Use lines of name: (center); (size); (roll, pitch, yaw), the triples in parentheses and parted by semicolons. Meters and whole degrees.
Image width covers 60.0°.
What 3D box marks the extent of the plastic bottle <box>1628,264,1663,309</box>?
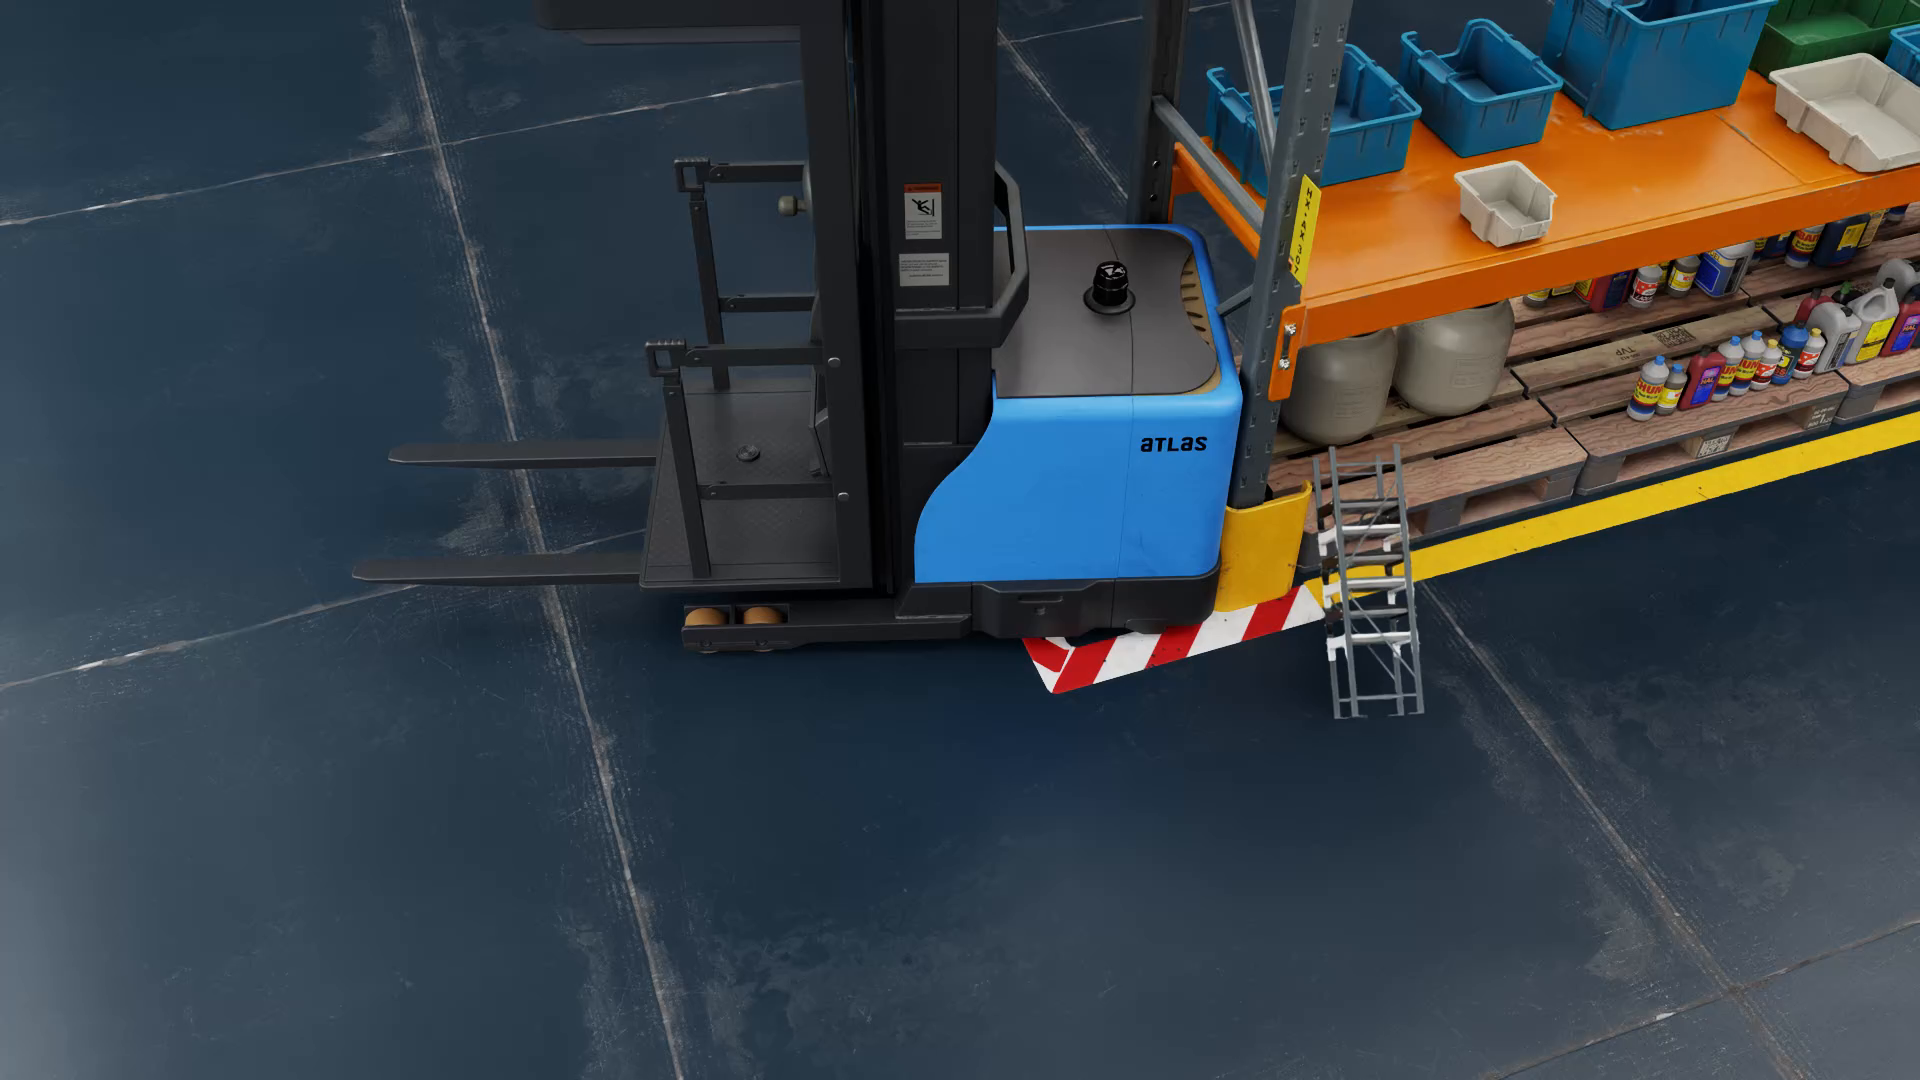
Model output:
plastic bottle: (2.832, -1.065, 6.859); (0.097, 0.201, 0.097); (0, 45, 0)

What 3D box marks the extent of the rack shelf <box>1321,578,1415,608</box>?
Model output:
rack shelf: (1.372, 0.175, 5.596); (0.258, 0.200, 0.077); (-3, 82, -4)

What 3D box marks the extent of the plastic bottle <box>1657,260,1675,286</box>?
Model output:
plastic bottle: (2.927, -1.239, 6.927); (0.185, 0.351, 0.144); (-13, 46, -12)

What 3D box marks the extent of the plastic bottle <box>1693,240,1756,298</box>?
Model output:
plastic bottle: (3.176, -1.165, 6.905); (0.135, 0.276, 0.152); (-14, 47, -14)

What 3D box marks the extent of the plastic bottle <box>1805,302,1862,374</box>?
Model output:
plastic bottle: (3.433, -0.815, 6.557); (0.135, 0.276, 0.152); (-14, 47, -13)

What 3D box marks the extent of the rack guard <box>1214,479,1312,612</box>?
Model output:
rack guard: (0.872, -0.334, 6.230); (0.348, 0.500, 1.175); (-14, 47, -14)

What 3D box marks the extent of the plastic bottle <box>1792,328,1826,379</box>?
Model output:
plastic bottle: (3.331, -0.743, 6.537); (0.097, 0.201, 0.097); (0, 45, 0)

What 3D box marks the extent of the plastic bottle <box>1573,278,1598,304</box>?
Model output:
plastic bottle: (2.642, -1.137, 6.878); (0.135, 0.276, 0.152); (-14, 47, -14)

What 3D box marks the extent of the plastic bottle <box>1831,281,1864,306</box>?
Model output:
plastic bottle: (3.528, -0.917, 6.653); (0.133, 0.283, 0.061); (-14, 47, -14)

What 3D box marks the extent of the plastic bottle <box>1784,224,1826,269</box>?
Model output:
plastic bottle: (3.584, -1.288, 7.032); (0.097, 0.271, 0.097); (0, 45, 0)

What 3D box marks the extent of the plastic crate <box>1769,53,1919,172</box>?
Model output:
plastic crate: (3.138, -1.477, 5.790); (0.437, 0.136, 0.530); (-14, 47, -14)

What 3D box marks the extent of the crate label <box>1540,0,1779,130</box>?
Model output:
crate label: (2.456, -1.802, 5.903); (0.616, 0.435, 0.502); (-14, 47, -14)

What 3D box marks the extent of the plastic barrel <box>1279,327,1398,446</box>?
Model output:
plastic barrel: (1.410, -0.646, 6.236); (0.421, 0.512, 0.421); (0, 45, 0)

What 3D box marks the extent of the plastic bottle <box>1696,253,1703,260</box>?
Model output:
plastic bottle: (3.102, -1.284, 6.971); (0.185, 0.351, 0.144); (-15, 47, -14)

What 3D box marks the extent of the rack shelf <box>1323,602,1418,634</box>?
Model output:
rack shelf: (1.377, 0.264, 5.584); (0.258, 0.200, 0.077); (-3, 82, -4)

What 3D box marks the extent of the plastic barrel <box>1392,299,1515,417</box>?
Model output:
plastic barrel: (1.881, -0.767, 6.356); (0.421, 0.512, 0.421); (0, 45, 0)

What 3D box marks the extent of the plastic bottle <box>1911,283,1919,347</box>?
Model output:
plastic bottle: (3.891, -0.956, 6.645); (0.185, 0.351, 0.144); (-17, 47, -16)

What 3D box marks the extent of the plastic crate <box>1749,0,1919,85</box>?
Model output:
plastic crate: (3.206, -1.916, 6.191); (0.662, 0.188, 0.450); (-14, 47, -14)

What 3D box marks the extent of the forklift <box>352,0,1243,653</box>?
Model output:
forklift: (-0.623, -1.020, 5.197); (3.031, 2.935, 1.130); (-1, 45, -1)

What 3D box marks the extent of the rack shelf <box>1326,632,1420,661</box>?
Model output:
rack shelf: (1.382, 0.353, 5.572); (0.258, 0.200, 0.077); (-3, 82, -4)

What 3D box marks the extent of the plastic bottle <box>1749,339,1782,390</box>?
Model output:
plastic bottle: (3.138, -0.693, 6.488); (0.097, 0.201, 0.097); (0, 45, 0)

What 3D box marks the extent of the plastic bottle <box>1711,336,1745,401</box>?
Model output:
plastic bottle: (2.950, -0.670, 6.416); (0.097, 0.271, 0.097); (0, 45, 0)

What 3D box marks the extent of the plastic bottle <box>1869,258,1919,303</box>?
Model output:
plastic bottle: (3.817, -1.022, 6.763); (0.135, 0.276, 0.152); (-14, 47, -14)

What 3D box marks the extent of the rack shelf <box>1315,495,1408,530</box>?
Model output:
rack shelf: (1.357, -0.092, 5.632); (0.258, 0.200, 0.077); (-3, 82, -4)

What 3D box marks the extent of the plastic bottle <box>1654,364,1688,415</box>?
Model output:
plastic bottle: (2.725, -0.588, 6.383); (0.097, 0.201, 0.097); (0, 45, 0)

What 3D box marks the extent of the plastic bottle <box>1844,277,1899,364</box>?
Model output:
plastic bottle: (3.587, -0.878, 6.567); (0.185, 0.351, 0.144); (-15, 47, -14)

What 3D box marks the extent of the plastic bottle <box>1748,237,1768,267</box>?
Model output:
plastic bottle: (3.376, -1.298, 7.041); (0.097, 0.271, 0.097); (0, 45, 0)

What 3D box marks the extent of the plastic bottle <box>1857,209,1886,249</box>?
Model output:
plastic bottle: (3.872, -1.374, 7.109); (0.133, 0.283, 0.061); (-14, 47, -14)

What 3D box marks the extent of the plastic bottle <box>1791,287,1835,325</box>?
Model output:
plastic bottle: (3.396, -0.889, 6.625); (0.133, 0.283, 0.061); (-14, 47, -14)

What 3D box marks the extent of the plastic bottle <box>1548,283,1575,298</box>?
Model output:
plastic bottle: (2.499, -1.137, 6.873); (0.133, 0.283, 0.061); (-13, 47, -13)

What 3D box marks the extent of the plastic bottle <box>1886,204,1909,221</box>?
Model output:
plastic bottle: (4.131, -1.536, 7.279); (0.097, 0.271, 0.097); (0, 45, 0)

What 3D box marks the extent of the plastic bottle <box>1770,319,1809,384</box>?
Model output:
plastic bottle: (3.235, -0.743, 6.488); (0.097, 0.271, 0.097); (0, 45, 0)

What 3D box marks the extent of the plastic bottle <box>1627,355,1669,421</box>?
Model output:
plastic bottle: (2.628, -0.587, 6.333); (0.097, 0.271, 0.097); (0, 45, 0)

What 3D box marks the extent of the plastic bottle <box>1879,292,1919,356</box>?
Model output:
plastic bottle: (3.752, -0.865, 6.602); (0.133, 0.283, 0.061); (-11, 46, -11)

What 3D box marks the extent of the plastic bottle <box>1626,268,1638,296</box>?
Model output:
plastic bottle: (2.772, -1.170, 6.911); (0.135, 0.276, 0.152); (-16, 47, -15)

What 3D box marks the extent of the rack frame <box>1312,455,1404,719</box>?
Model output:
rack frame: (1.364, 0.156, 5.701); (0.240, 0.006, 0.900); (-3, 82, -4)

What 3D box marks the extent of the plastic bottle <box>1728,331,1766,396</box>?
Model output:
plastic bottle: (3.044, -0.694, 6.440); (0.097, 0.271, 0.097); (0, 45, 0)

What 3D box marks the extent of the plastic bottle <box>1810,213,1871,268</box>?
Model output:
plastic bottle: (3.728, -1.335, 7.023); (0.185, 0.351, 0.144); (-14, 47, -14)

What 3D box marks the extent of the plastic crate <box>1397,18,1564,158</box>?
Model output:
plastic crate: (1.799, -1.586, 5.818); (0.408, 0.251, 0.499); (-14, 47, -14)

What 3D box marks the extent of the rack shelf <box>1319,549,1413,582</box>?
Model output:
rack shelf: (1.367, 0.086, 5.608); (0.258, 0.200, 0.077); (-3, 82, -4)

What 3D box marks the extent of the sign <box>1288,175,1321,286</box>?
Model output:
sign: (0.999, -0.897, 4.831); (0.005, 0.325, 0.100); (-14, 47, -14)

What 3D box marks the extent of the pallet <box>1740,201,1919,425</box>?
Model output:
pallet: (3.933, -1.011, 7.108); (1.213, 0.211, 1.003); (-14, 47, -14)

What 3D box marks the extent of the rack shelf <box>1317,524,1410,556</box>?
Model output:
rack shelf: (1.362, -0.003, 5.620); (0.258, 0.200, 0.077); (-3, 82, -4)

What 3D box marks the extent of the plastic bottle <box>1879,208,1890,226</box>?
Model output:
plastic bottle: (4.035, -1.487, 7.280); (0.097, 0.201, 0.097); (0, 45, 0)

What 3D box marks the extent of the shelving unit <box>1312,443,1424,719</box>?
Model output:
shelving unit: (1.370, 0.142, 5.601); (0.258, 0.210, 0.900); (-3, 82, -4)

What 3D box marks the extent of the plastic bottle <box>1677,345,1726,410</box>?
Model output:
plastic bottle: (2.847, -0.634, 6.371); (0.133, 0.283, 0.061); (-14, 47, -13)

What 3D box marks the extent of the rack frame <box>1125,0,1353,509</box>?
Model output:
rack frame: (0.817, -1.167, 5.295); (0.127, 3.000, 1.000); (-14, 47, -14)

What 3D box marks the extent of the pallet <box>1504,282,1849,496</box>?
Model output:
pallet: (2.784, -0.715, 6.813); (1.213, 0.211, 1.003); (-14, 47, -14)

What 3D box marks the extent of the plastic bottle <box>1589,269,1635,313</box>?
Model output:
plastic bottle: (2.678, -1.069, 6.804); (0.133, 0.283, 0.061); (-14, 47, -14)

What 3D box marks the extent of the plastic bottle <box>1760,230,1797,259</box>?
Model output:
plastic bottle: (3.501, -1.386, 7.073); (0.185, 0.351, 0.144); (-16, 47, -16)

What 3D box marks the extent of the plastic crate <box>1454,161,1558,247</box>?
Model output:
plastic crate: (1.768, -1.075, 5.389); (0.250, 0.136, 0.298); (-14, 47, -14)

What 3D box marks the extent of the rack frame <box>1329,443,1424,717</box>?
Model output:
rack frame: (1.376, 0.128, 5.500); (0.240, 0.006, 0.900); (-3, 82, -4)

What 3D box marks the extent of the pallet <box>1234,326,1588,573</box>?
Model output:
pallet: (1.638, -0.424, 6.523); (1.213, 0.211, 1.003); (-14, 47, -14)

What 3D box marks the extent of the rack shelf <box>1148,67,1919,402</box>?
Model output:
rack shelf: (2.698, -1.394, 6.029); (4.000, 0.370, 1.077); (-14, 47, -14)

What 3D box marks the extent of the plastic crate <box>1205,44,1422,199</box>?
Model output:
plastic crate: (1.186, -1.434, 5.667); (0.616, 0.251, 0.499); (-14, 47, -14)

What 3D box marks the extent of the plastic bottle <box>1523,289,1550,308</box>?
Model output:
plastic bottle: (2.395, -1.068, 6.862); (0.097, 0.201, 0.097); (0, 45, 0)

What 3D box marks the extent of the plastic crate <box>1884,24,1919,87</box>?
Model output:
plastic crate: (3.630, -1.629, 5.861); (0.616, 0.251, 0.499); (-14, 47, -14)

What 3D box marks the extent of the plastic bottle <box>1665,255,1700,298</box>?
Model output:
plastic bottle: (3.009, -1.116, 6.910); (0.097, 0.201, 0.097); (0, 45, 0)
